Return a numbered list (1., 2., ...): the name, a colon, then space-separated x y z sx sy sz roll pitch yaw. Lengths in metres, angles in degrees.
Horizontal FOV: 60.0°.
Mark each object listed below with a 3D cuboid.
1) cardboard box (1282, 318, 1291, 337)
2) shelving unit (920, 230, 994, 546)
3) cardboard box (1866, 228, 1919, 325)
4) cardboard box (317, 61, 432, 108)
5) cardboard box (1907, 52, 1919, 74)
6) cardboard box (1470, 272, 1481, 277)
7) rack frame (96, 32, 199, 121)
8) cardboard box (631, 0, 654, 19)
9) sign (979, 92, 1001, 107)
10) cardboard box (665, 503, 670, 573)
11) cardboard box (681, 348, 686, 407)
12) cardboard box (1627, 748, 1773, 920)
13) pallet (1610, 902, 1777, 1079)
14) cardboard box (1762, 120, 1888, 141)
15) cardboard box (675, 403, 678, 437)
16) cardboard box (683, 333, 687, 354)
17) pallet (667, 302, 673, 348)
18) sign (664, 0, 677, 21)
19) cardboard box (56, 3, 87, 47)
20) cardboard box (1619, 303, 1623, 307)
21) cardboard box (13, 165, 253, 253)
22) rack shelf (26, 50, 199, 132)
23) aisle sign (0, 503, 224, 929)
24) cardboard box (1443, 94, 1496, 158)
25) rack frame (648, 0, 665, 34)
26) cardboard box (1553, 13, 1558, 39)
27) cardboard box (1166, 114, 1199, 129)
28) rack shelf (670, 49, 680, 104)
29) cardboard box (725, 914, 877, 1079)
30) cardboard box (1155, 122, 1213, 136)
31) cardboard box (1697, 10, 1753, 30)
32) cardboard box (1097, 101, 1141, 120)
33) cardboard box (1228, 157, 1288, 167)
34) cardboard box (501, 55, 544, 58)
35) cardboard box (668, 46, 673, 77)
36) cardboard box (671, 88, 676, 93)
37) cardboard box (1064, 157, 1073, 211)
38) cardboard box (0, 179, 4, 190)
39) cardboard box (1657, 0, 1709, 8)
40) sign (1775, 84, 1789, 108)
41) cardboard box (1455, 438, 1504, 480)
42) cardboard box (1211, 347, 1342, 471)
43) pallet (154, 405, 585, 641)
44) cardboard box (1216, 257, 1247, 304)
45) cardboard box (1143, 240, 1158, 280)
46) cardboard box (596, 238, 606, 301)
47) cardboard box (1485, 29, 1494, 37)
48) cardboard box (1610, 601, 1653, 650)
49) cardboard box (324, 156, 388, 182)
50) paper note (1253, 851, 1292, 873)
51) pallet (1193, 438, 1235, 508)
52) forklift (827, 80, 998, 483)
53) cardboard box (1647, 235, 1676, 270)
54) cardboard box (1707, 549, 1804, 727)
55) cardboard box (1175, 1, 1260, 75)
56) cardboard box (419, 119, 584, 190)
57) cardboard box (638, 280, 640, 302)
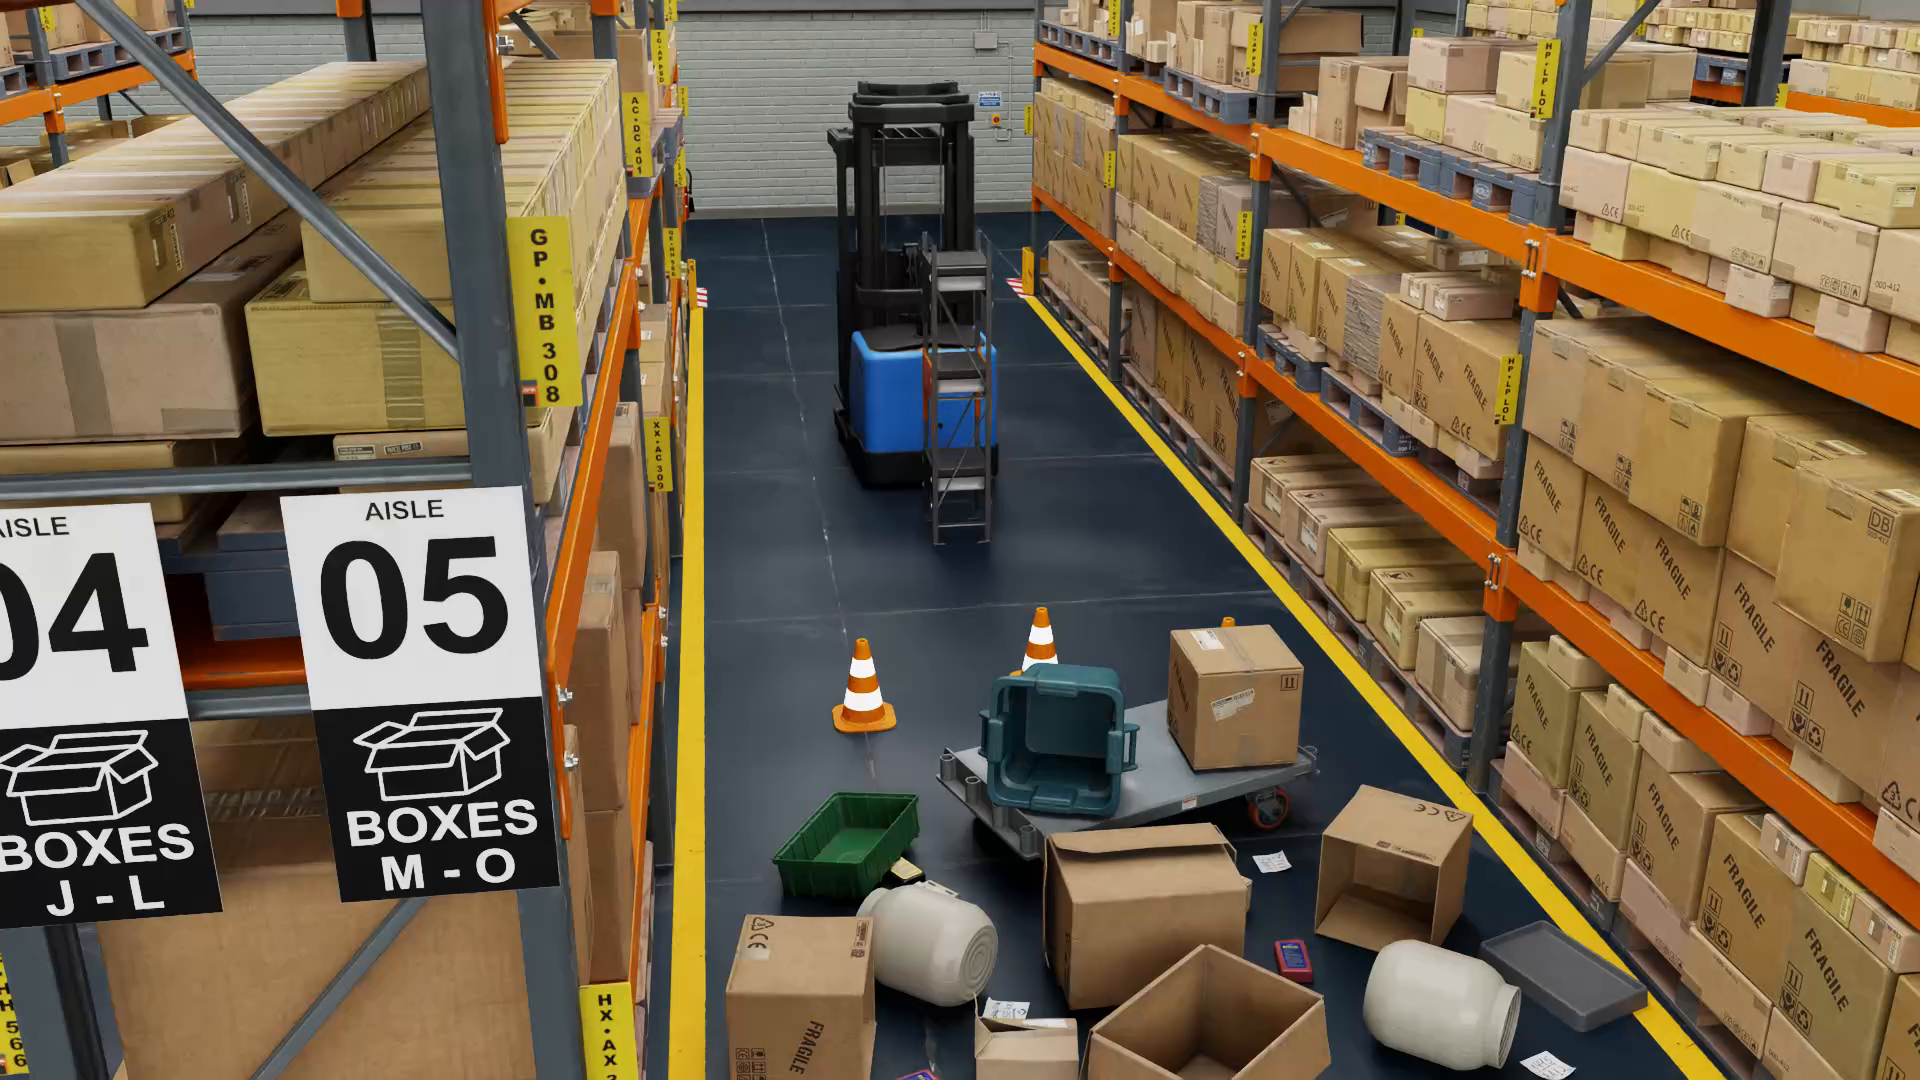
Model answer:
1. cardboard box: 2.352 -1.416 10.980 0.380 0.149 0.250 -4 21 -11
2. shelving unit: -0.024 -1.041 11.502 0.431 2.100 0.503 -3 21 -8
3. cardboard box: 3.144 -0.780 5.020 0.500 0.250 0.500 -2 21 -6
4. cardboard box: -2.109 -1.651 6.037 0.380 0.149 0.250 -3 21 -7
5. cardboard box: 7.104 -3.443 12.004 0.380 0.149 0.250 -2 21 -7
6. cardboard box: 3.059 -1.256 9.624 0.500 0.500 0.500 -4 21 -10
7. rack frame: -8.478 -3.829 17.680 1.000 3.000 0.127 -3 21 -8
8. cardboard box: -2.781 -4.528 14.195 0.380 0.149 0.250 -3 21 -9
9. sign: 0.436 -6.425 24.245 0.327 0.218 0.001 -3 21 -8
10. cardboard box: -2.403 -0.201 10.584 1.050 0.750 0.750 -3 21 -8
11. cardboard box: -2.623 -1.441 14.260 0.500 0.500 0.500 -3 21 -9
12. cardboard box: 3.038 1.149 6.612 0.500 0.500 0.500 -2 21 -5
13. pallet: 3.369 1.787 6.631 1.003 0.211 1.213 -3 21 -8
14. cardboard box: 3.382 -1.555 6.525 0.380 0.149 0.250 -2 21 -6
15. cardboard box: -2.262 -0.902 11.745 0.500 0.250 0.500 -4 21 -10
16. cardboard box: -2.714 -1.801 15.301 0.380 0.149 0.250 -2 21 -5
17. pallet: -2.610 -1.426 11.520 1.213 0.211 1.003 -3 21 -8
18. sign: -2.430 -4.520 13.942 0.100 0.325 0.005 -3 21 -8
19. cardboard box: -8.147 -4.594 14.555 0.700 0.500 0.500 -2 21 -5
20. cardboard box: 6.955 -2.373 17.025 0.500 0.311 0.500 -2 21 -6
21. cardboard box: -1.705 -0.684 3.448 0.380 0.149 0.250 -3 21 -7
22. rack shelf: -8.190 -4.204 15.427 1.077 0.370 4.000 -3 21 -8
23. aisle sign: -1.536 0.318 2.863 0.394 0.787 0.004 -3 21 -8
24. cardboard box: 2.763 -2.076 8.314 0.500 0.250 0.500 -3 21 -7
25. rack frame: -2.979 -5.469 13.498 1.000 3.000 0.127 -3 21 -8
26. cardboard box: 6.351 -5.181 16.804 0.500 0.250 0.500 -2 21 -7
27. cardboard box: 2.116 -3.885 15.332 0.380 0.149 0.250 -3 21 -9
28. rack shelf: -3.267 -4.420 16.003 1.077 0.370 4.000 -3 21 -8
29. cardboard box: -0.586 1.766 6.268 0.500 0.500 0.500 1 20 2
30. cardboard box: 2.076 -3.636 15.592 0.500 0.500 0.500 -3 21 -7
31. cardboard box: 6.592 -4.474 14.310 0.380 0.149 0.250 -3 21 -9
32. cardboard box: 1.535 -4.124 15.971 0.380 0.149 0.250 -3 21 -8
33. cardboard box: 2.443 -2.783 13.308 0.500 0.500 0.500 -3 21 -7
34. cardboard box: -2.736 -2.911 10.793 0.500 0.500 0.500 -3 21 -8
35. cardboard box: -2.784 -4.167 14.514 0.500 0.250 0.500 -2 21 -5
36. cardboard box: -3.170 -4.377 17.151 0.500 0.500 0.500 -4 21 -10
37. cardboard box: 1.358 -3.671 17.116 0.500 0.500 0.500 -2 21 -6
38. cardboard box: -7.714 -2.502 12.550 0.797 0.503 0.637 -3 21 -7
39. cardboard box: 6.514 -4.938 14.961 0.396 0.266 0.258 -3 21 -8
40. sign: 3.594 -1.851 7.359 0.100 0.325 0.005 -3 21 -8
41. cardboard box: 2.711 -0.417 8.304 0.380 0.149 0.250 -3 21 -7
42. cardboard box: 2.464 -1.003 12.552 0.875 0.875 0.875 -3 21 -8
43. pallet: -1.366 -0.124 3.601 1.003 0.211 1.213 -3 21 -8
44. cardboard box: 2.160 -1.877 11.956 0.500 0.250 0.500 -3 21 -8
45. cardboard box: 1.841 -2.350 13.936 0.500 0.250 0.500 -3 21 -8
46. cardboard box: -1.236 -0.782 4.851 0.380 0.149 0.250 -3 21 -8
47. cardboard box: 6.119 -5.656 18.645 0.380 0.149 0.250 -3 21 -7
48. cardboard box: 2.944 0.332 6.900 0.380 0.149 0.250 -2 21 -6
49. cardboard box: -1.811 -0.899 4.595 0.500 0.250 0.500 -3 21 -7
50. paper note: 1.446 1.487 7.692 0.148 0.019 0.142 -3 21 -8
51. pallet: 2.443 -0.529 12.831 1.003 0.211 1.213 -3 21 -8
52. forklift: -0.475 -2.284 13.643 1.130 2.935 3.031 -4 21 -10
53. cardboard box: 2.988 -1.167 6.626 0.380 0.149 0.250 -3 21 -8
54. cardboard box: 3.093 0.328 5.984 0.500 0.500 0.500 -3 21 -7
55. cardboard box: 1.941 -3.803 12.581 0.500 0.500 0.500 -3 21 -7
56. cardboard box: -1.164 -0.981 4.244 0.380 0.149 0.250 -3 21 -8
57. cardboard box: -2.347 -1.633 10.230 0.700 0.500 0.500 -3 21 -8
